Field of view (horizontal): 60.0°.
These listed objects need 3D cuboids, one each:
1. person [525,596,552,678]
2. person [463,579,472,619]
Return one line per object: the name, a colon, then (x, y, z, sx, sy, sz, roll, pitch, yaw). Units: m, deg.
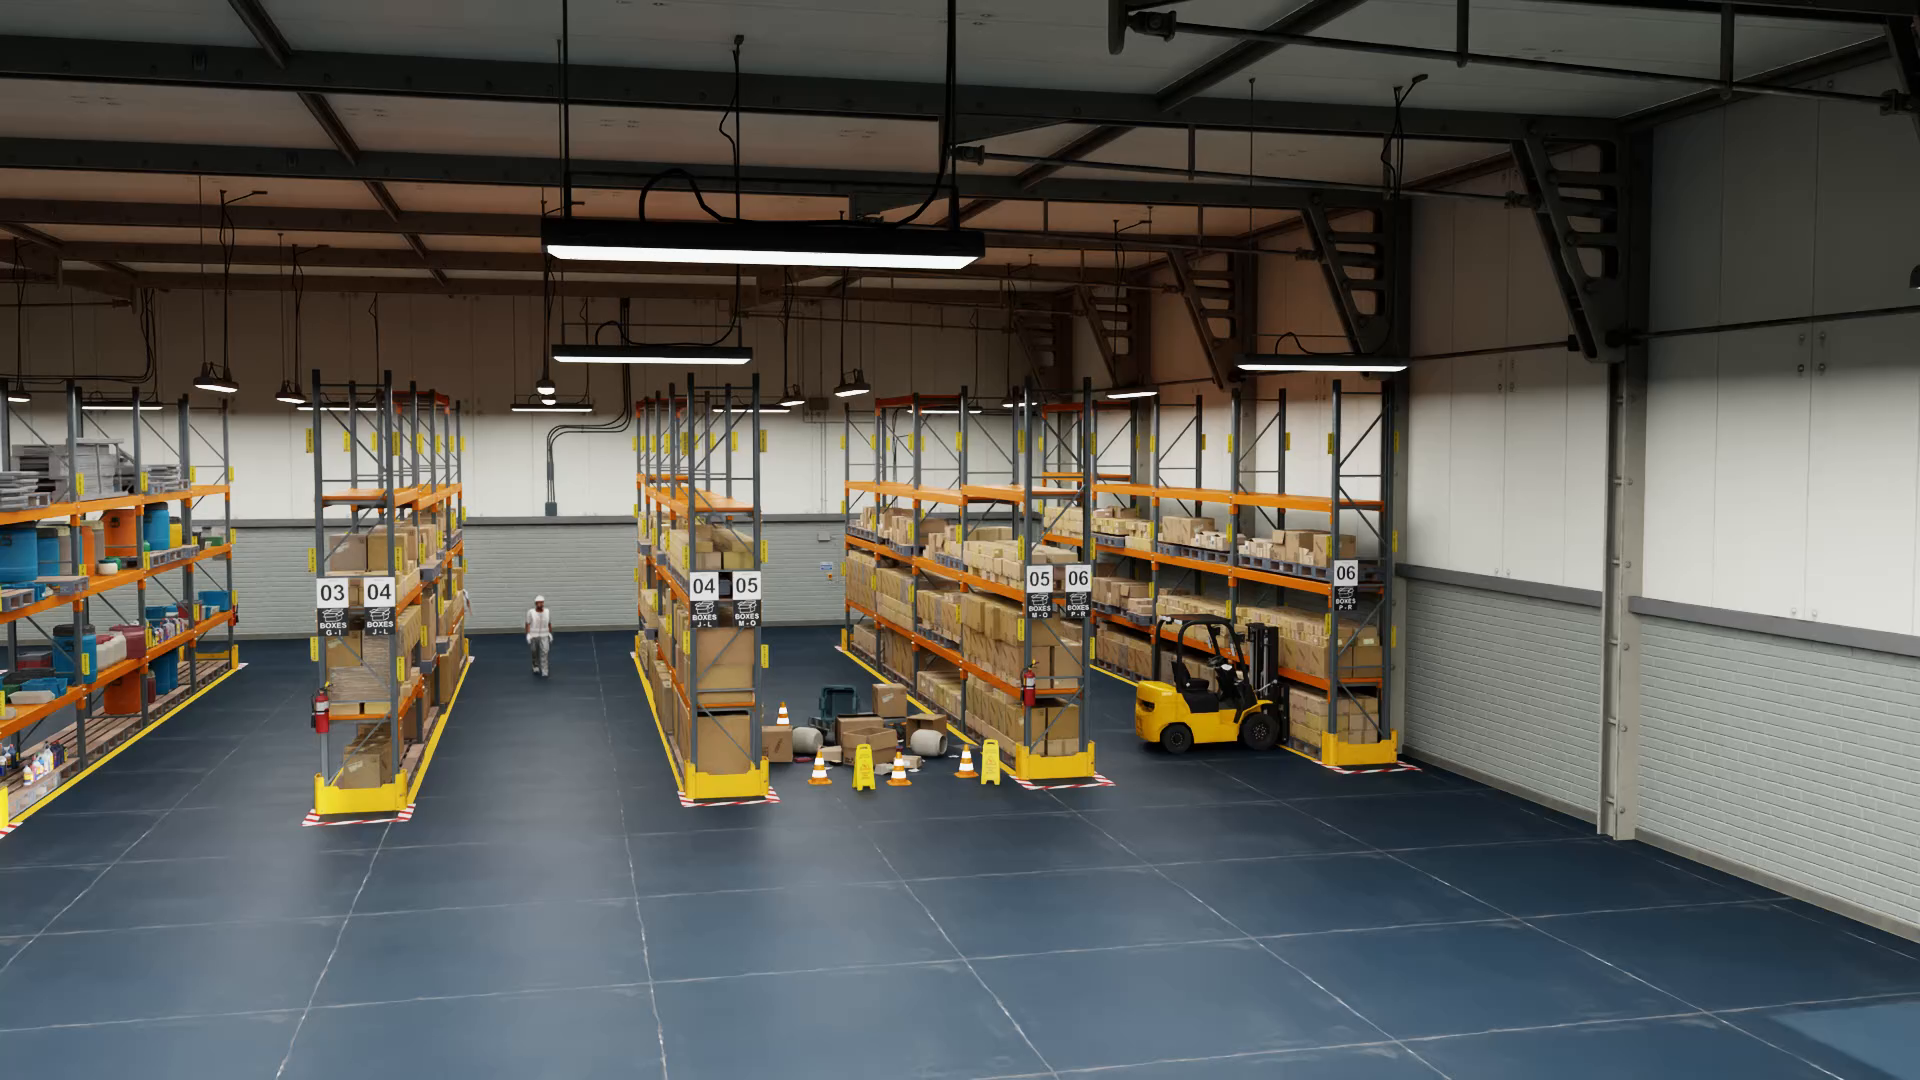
person: (-9.036, 2.065, 35.708, 0.576, 1.727, 1.096, -1, 3, -17)
person: (-12.541, 1.764, 41.677, 0.477, 1.607, 1.069, -3, 4, -41)
